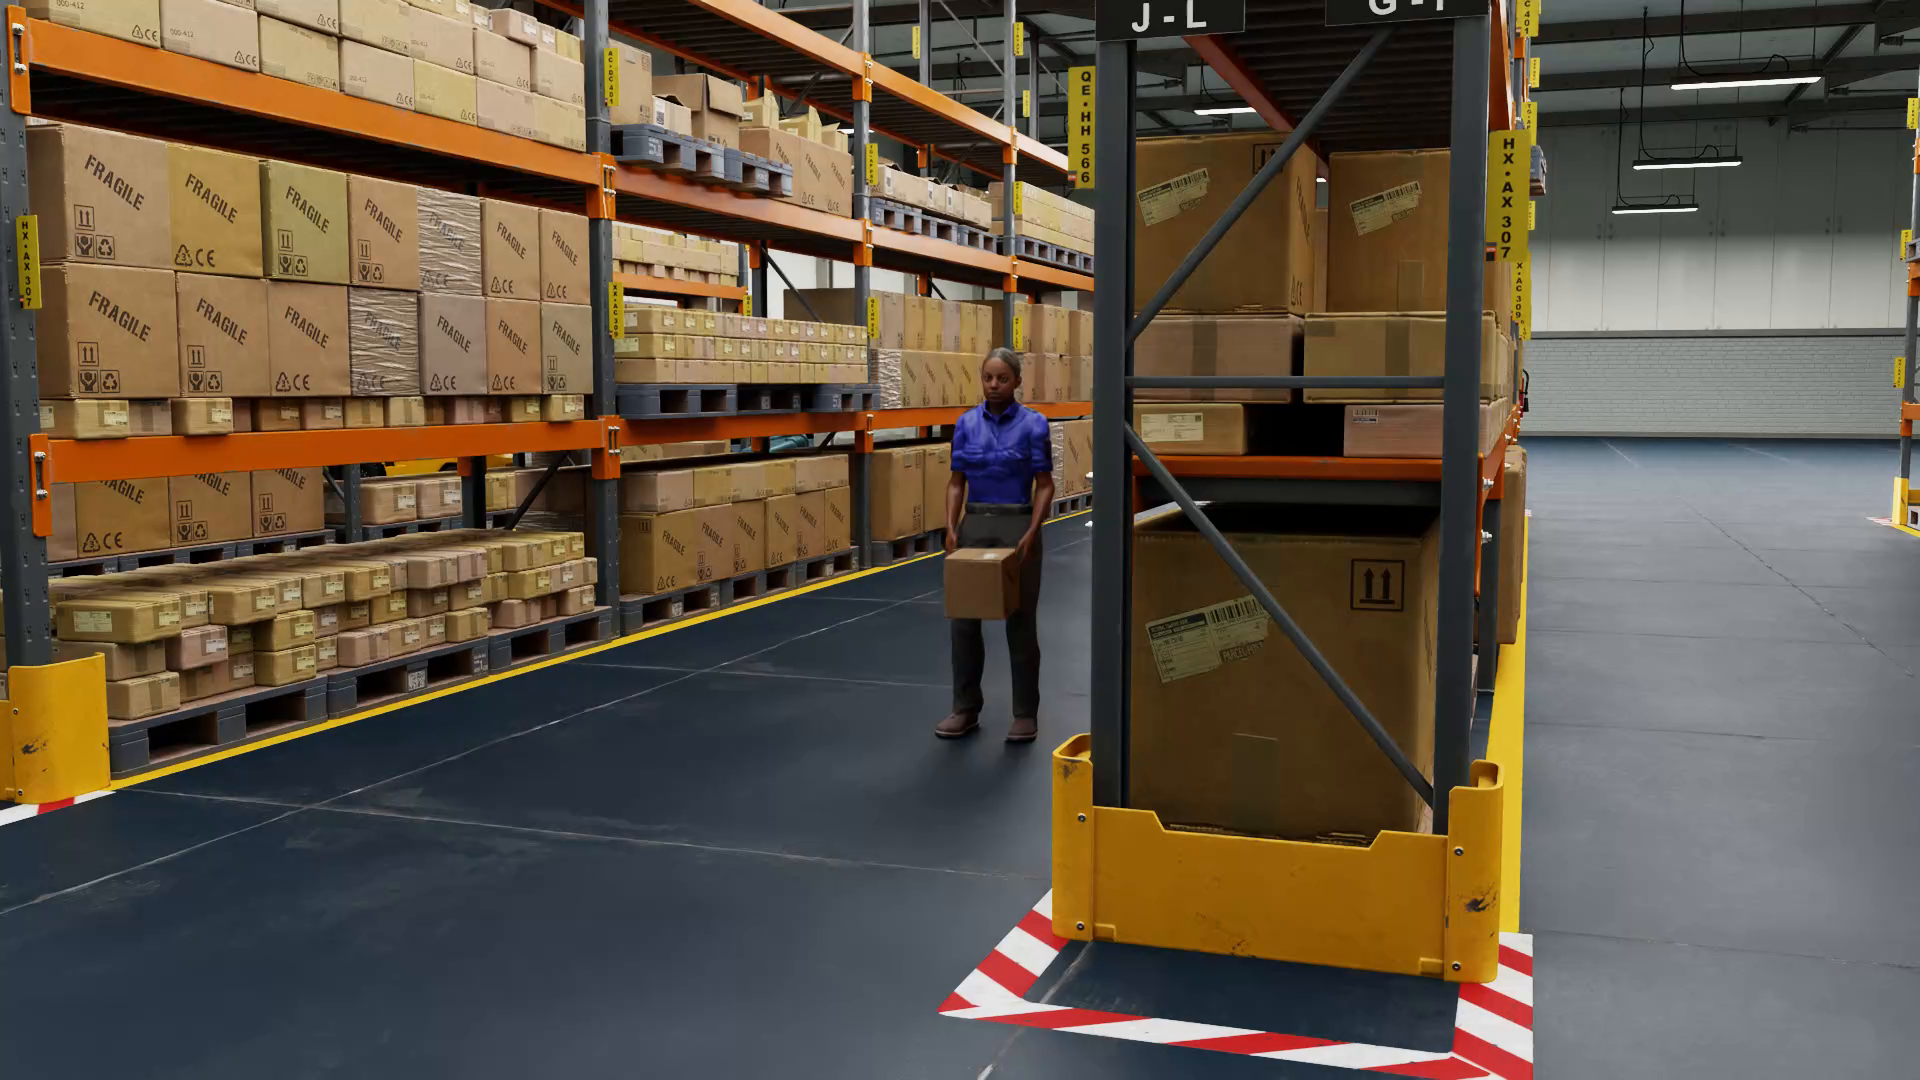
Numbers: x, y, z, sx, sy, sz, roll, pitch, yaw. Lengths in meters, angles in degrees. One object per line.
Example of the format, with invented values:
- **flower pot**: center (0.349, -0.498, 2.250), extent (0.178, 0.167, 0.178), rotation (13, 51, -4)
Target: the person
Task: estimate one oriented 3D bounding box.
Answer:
- **person**: center (0.156, 0.013, 7.100), extent (0.486, 1.662, 0.365), rotation (2, 6, 17)
